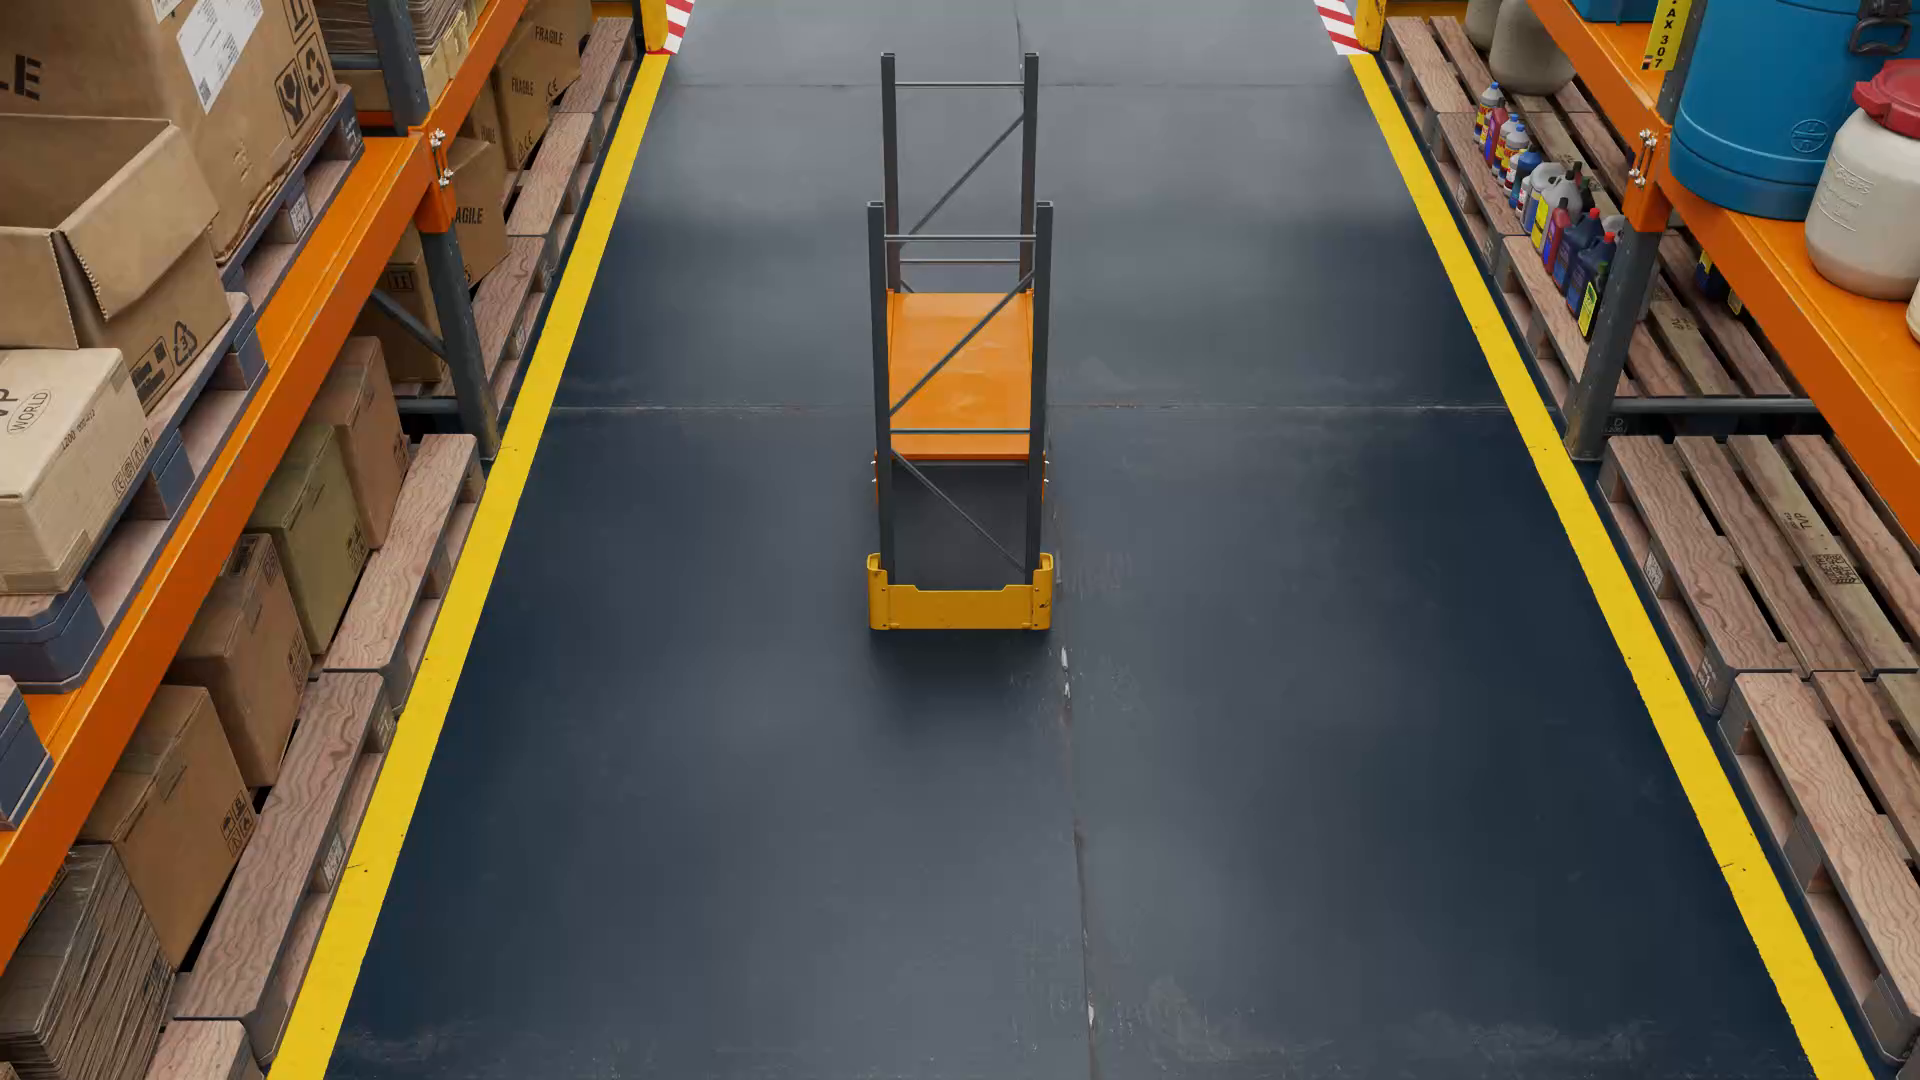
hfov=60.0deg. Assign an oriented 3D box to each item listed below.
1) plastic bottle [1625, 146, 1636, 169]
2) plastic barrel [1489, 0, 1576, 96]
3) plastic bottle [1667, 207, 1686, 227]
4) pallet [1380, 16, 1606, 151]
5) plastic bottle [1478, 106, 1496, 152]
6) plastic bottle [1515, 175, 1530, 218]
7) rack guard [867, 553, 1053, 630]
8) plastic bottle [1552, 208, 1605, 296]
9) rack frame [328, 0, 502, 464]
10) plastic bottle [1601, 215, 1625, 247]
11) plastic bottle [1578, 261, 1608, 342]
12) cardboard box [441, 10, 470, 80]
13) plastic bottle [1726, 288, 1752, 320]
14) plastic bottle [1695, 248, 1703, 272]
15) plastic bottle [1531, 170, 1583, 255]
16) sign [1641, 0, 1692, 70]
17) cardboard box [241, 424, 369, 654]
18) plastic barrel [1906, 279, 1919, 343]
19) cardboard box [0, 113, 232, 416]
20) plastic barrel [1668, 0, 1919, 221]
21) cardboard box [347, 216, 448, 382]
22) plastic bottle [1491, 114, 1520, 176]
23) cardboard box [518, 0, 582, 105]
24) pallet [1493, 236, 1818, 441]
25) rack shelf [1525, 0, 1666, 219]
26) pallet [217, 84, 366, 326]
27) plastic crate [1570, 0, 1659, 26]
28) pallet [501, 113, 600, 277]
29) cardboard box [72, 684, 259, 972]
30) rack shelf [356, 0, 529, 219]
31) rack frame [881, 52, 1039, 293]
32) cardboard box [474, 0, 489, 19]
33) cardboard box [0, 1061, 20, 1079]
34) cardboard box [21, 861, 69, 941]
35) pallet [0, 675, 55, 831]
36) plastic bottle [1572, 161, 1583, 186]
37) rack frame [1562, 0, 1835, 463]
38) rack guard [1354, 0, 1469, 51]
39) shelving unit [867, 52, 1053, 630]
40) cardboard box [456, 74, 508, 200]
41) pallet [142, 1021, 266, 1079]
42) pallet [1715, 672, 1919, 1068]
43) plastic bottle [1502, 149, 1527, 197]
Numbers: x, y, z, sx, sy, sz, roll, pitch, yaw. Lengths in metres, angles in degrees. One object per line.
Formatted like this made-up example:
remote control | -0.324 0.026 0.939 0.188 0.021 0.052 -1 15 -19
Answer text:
plastic bottle | 3.047 -1.800 7.418 0.061 0.283 0.133 0 39 0
plastic barrel | 2.818 -2.463 8.078 0.421 0.512 0.421 0 39 0
plastic bottle | 3.010 -1.475 7.019 0.152 0.276 0.135 0 39 0
pallet | 2.783 -2.351 8.515 1.003 0.211 1.213 0 39 0
plastic bottle | 2.431 -1.876 7.578 0.097 0.201 0.097 0 39 0
plastic bottle | 2.431 -1.473 7.075 0.097 0.201 0.097 0 39 0
rack guard | 0.000 0.166 5.343 0.587 0.250 0.087 0 39 0
plastic bottle | 2.456 -1.154 6.558 0.144 0.351 0.185 -2 39 -2
rack frame | -2.208 -1.490 5.210 1.000 3.000 0.127 0 39 0
plastic bottle | 2.604 -1.141 6.601 0.152 0.276 0.135 0 39 0
plastic bottle | 2.414 -0.906 6.302 0.061 0.283 0.133 2 39 2
cardboard box | -1.895 -1.683 5.652 0.380 0.149 0.250 0 39 0
plastic bottle | 3.049 -1.006 6.428 0.061 0.283 0.133 0 39 0
plastic bottle | 3.038 -1.196 6.674 0.097 0.271 0.097 0 39 0
plastic bottle | 2.455 -1.356 6.810 0.144 0.351 0.185 0 39 0
sign | 2.195 -1.608 5.136 0.100 0.325 0.005 0 39 0
cardboard box | -2.247 -0.004 5.003 0.700 0.500 0.500 0 39 0
plastic barrel | 2.593 -0.612 4.225 0.301 0.262 0.301 0 39 0
cardboard box | -2.114 -0.610 3.694 0.797 0.503 0.637 4 39 5
plastic barrel | 2.442 -1.447 4.756 0.600 0.901 0.708 0 39 0
cardboard box | -2.169 -0.928 6.173 0.500 0.500 0.500 -1 39 -1
plastic bottle | 2.431 -1.753 7.369 0.097 0.271 0.097 0 39 0
cardboard box | -2.194 -2.415 8.028 0.500 0.500 0.500 10 40 12
pallet | 2.786 -0.825 6.611 1.003 0.211 1.213 0 39 0
rack shelf | 2.742 -2.463 7.001 1.077 0.370 4.000 0 39 0
pallet | -2.353 -0.937 4.674 1.003 0.211 1.213 0 39 0
plastic crate | 2.472 -2.127 6.125 0.499 0.251 0.616 0 39 0
pallet | -2.249 -1.587 7.561 1.003 0.211 1.213 0 39 0
cardboard box | -2.245 0.695 4.131 0.700 0.500 0.500 3 39 4
rack shelf | -2.210 -2.460 6.996 1.077 0.370 4.000 0 39 0
rack frame | -0.001 -0.957 5.744 0.500 1.500 0.032 0 39 0
cardboard box | -1.933 -1.995 6.042 0.380 0.149 0.250 0 39 0
cardboard box | -2.224 1.396 3.256 0.700 0.500 0.500 -2 39 -2
cardboard box | -2.245 0.772 3.435 0.500 0.250 0.500 4 39 5
pallet | -2.311 0.641 2.705 1.213 0.211 1.003 0 39 0
plastic bottle | 2.565 -1.432 6.958 0.061 0.283 0.133 0 39 0
rack frame | 2.745 -1.493 5.215 1.000 3.000 0.127 0 39 0
rack guard | 2.787 -2.972 9.059 1.175 0.500 0.348 0 39 0
shelving unit | 0.000 -0.633 5.340 0.587 1.500 1.083 0 39 0
cardboard box | -2.256 -1.675 7.104 0.500 0.500 0.500 -3 39 -4
pallet | -2.203 1.611 3.571 1.003 0.211 1.213 0 39 0
pallet | 2.789 0.851 4.520 1.003 0.211 1.213 0 39 0
plastic bottle | 2.431 -1.602 7.236 0.097 0.201 0.097 0 39 0
